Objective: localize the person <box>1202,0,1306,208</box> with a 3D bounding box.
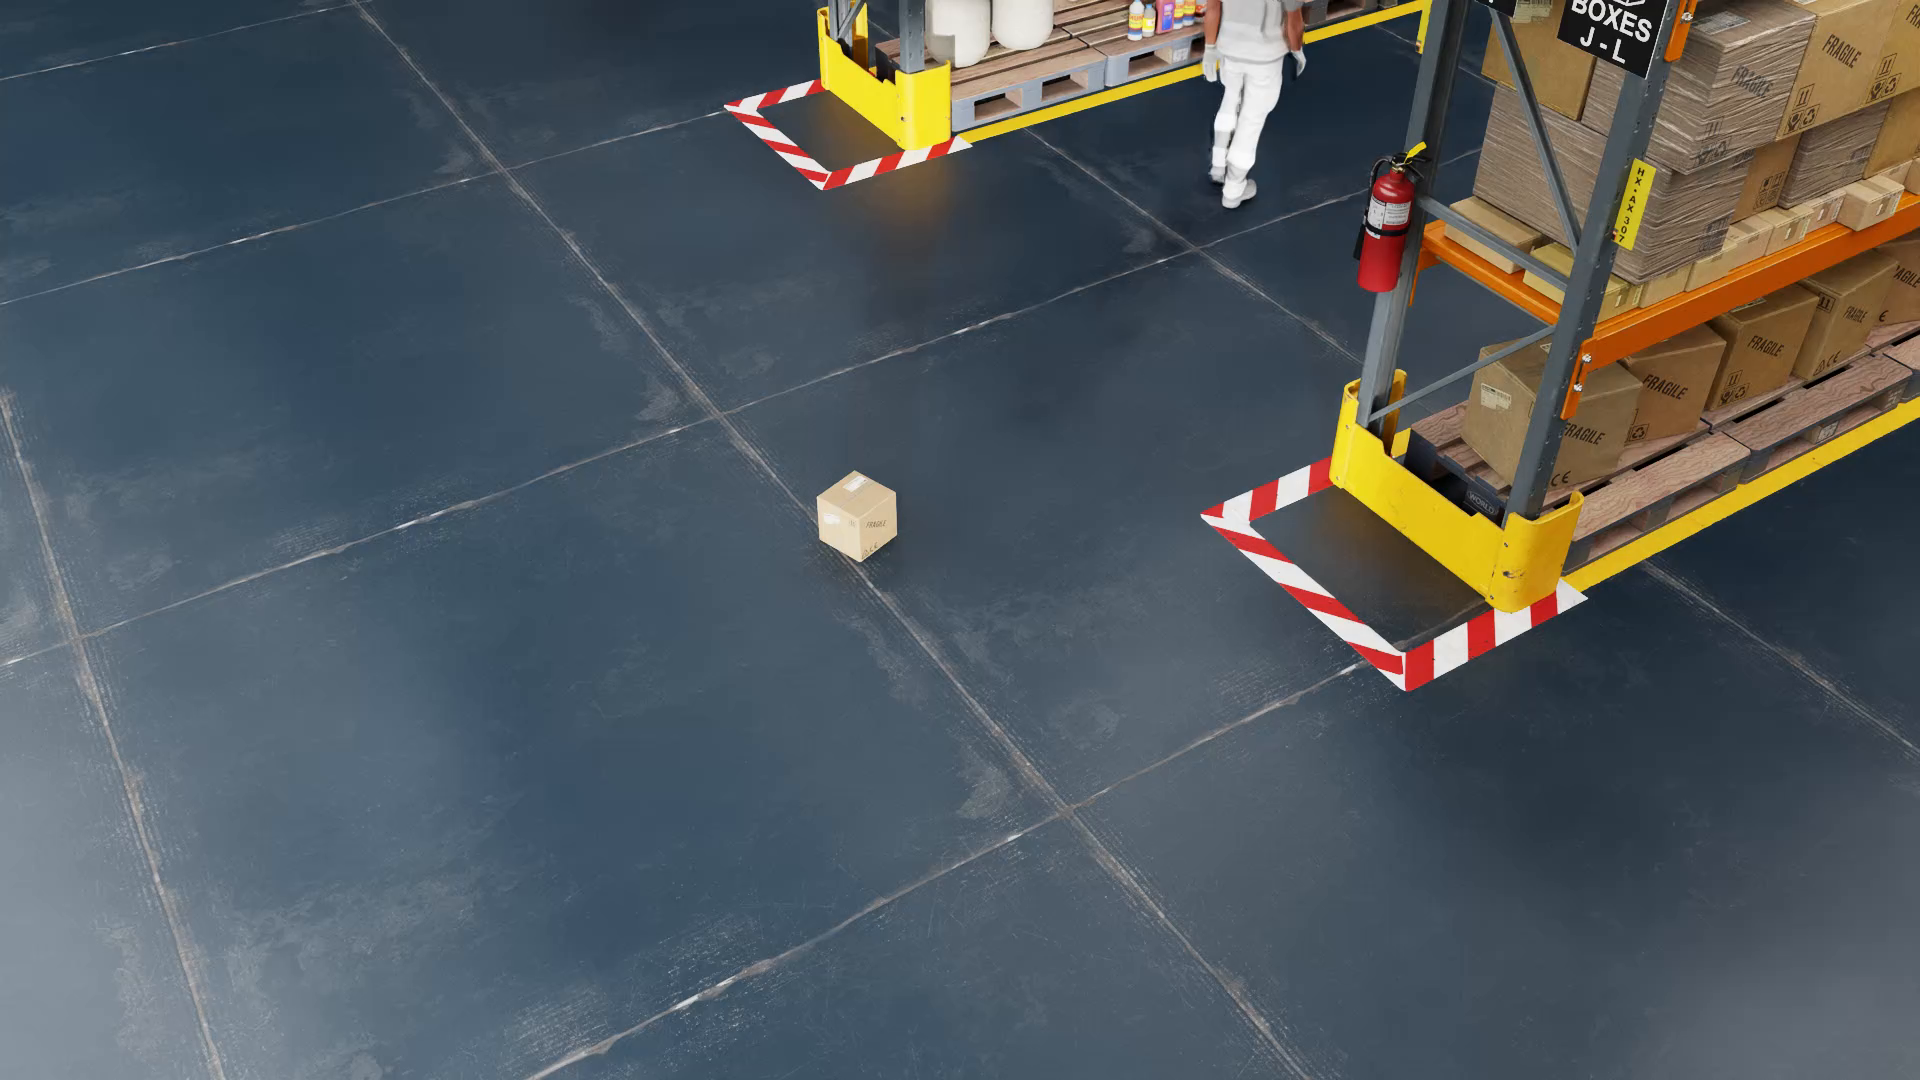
[{"bbox_3d":[1.667,-2.742,9.347,0.538,1.823,0.473,22,45,24],"label":"person"}]
